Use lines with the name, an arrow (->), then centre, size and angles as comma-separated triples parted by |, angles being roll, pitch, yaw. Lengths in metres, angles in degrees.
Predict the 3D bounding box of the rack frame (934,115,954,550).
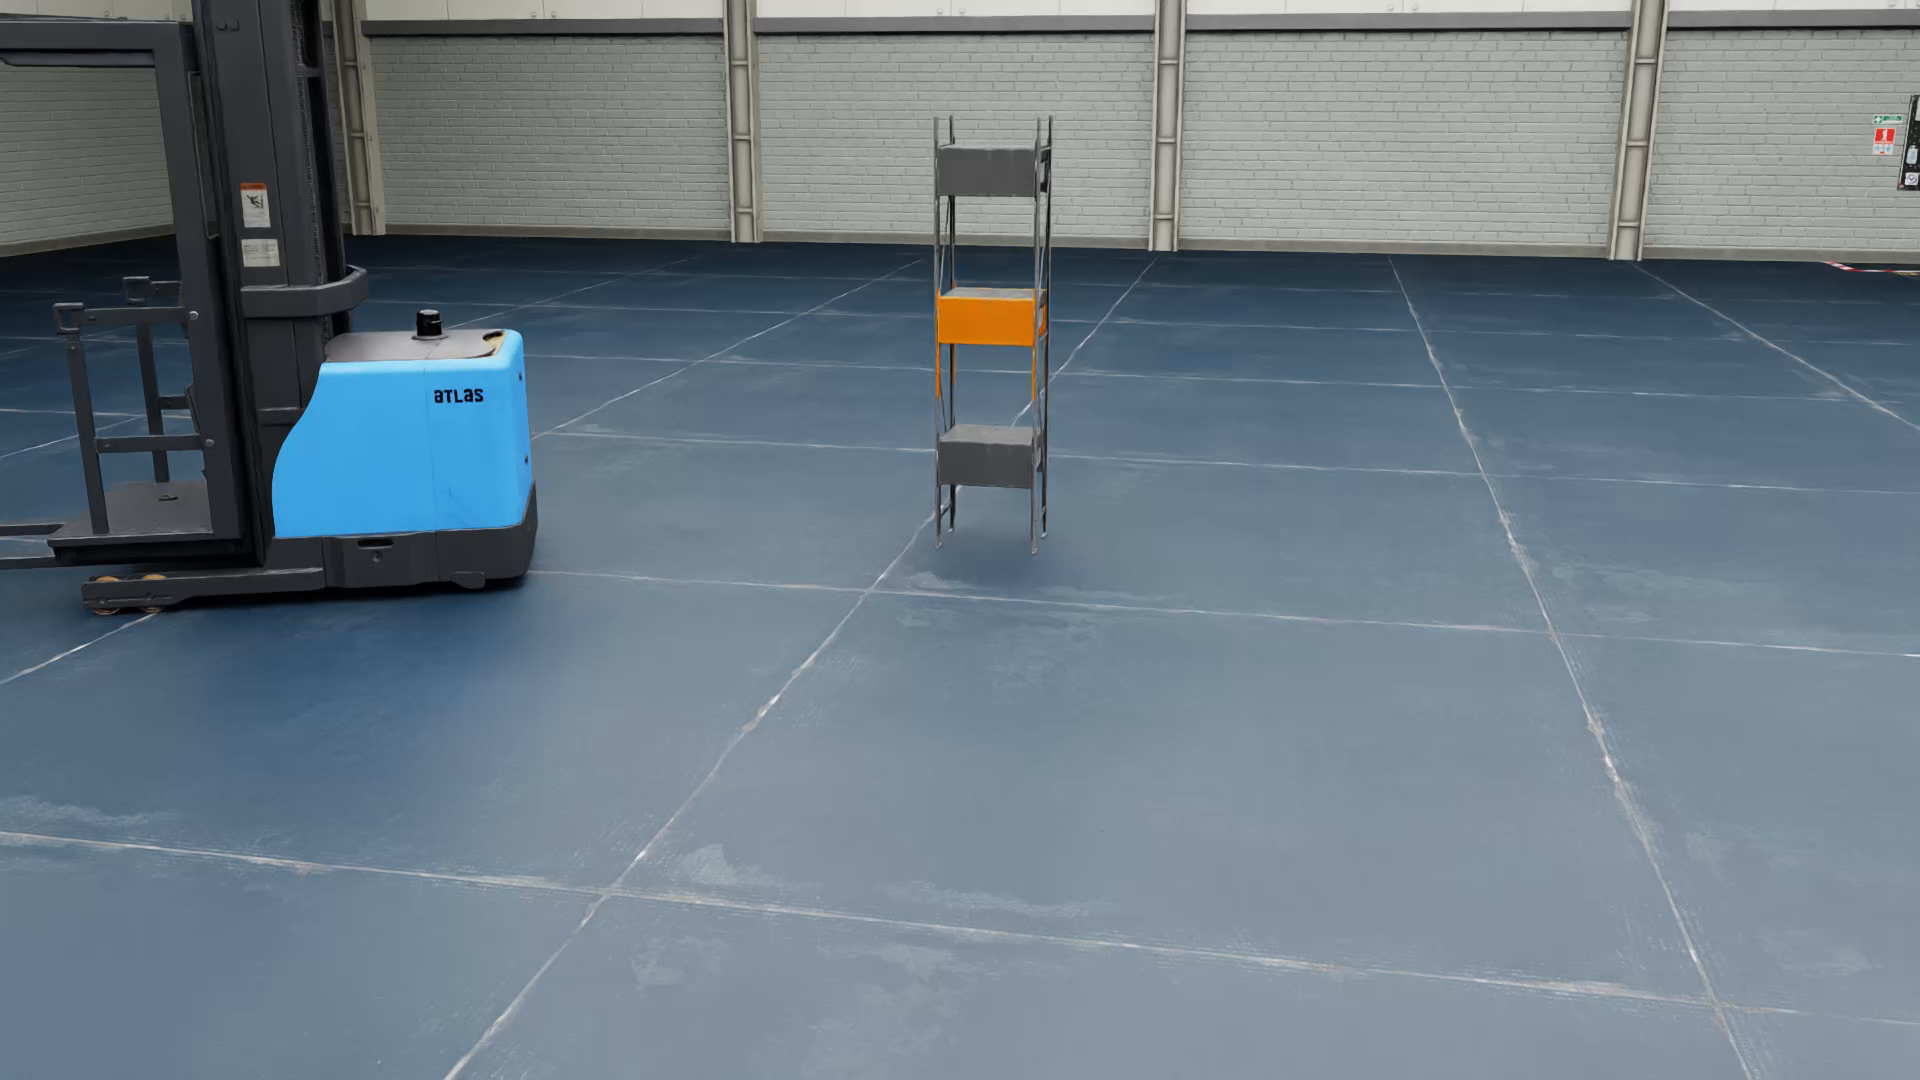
rack frame -> -0.077, -1.016, 8.227 | 0.015, 2.100, 0.400 | 3, 16, 11

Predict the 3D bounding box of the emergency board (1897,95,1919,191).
emergency board -> 12.146, -4.951, 20.748 | 0.626, 1.169, 0.157 | 3, 16, 11

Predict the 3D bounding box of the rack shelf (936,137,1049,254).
rack shelf -> 0.162, -1.665, 7.997 | 0.480, 0.518, 0.431 | 3, 16, 11

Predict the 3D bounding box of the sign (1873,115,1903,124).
sign -> 11.632, -5.273, 20.848 | 0.331, 0.109, 0.001 | 3, 16, 11

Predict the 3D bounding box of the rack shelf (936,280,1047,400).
rack shelf -> 0.162, -0.990, 8.184 | 0.480, 0.518, 0.431 | 3, 16, 11

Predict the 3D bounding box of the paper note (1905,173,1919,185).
paper note -> 11.991, -4.549, 20.946 | 0.142, 0.148, 0.016 | 3, 16, 11

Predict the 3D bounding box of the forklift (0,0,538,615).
forklift -> -3.570, -1.236, 7.463 | 3.031, 2.935, 1.130 | -3, 16, -10

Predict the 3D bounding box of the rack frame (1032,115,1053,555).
rack frame -> 0.401, -0.990, 8.133 | 0.015, 2.100, 0.400 | 3, 16, 11

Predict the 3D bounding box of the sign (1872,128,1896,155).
sign -> 11.630, -5.020, 20.928 | 0.234, 0.329, 0.001 | 3, 16, 11

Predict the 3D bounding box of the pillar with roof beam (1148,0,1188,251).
pillar with roof beam -> 1.948, -7.208, 17.656 | 0.400, 9.000, 9.100 | 3, 16, 11

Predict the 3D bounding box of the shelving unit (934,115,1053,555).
shelving unit -> 0.162, -1.003, 8.180 | 0.503, 2.100, 0.431 | 3, 16, 11

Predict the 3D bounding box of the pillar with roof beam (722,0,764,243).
pillar with roof beam -> -3.932, -7.527, 18.809 | 0.400, 9.000, 9.100 | 3, 16, 11

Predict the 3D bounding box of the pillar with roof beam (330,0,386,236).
pillar with roof beam -> -9.812, -7.846, 19.961 | 0.400, 9.000, 9.100 | 3, 16, 11

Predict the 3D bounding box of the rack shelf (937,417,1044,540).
rack shelf -> 0.162, -0.315, 8.370 | 0.480, 0.518, 0.431 | 3, 16, 11

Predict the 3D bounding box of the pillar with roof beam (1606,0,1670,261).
pillar with roof beam -> 7.827, -6.889, 16.504 | 0.400, 9.000, 9.100 | 3, 16, 11
